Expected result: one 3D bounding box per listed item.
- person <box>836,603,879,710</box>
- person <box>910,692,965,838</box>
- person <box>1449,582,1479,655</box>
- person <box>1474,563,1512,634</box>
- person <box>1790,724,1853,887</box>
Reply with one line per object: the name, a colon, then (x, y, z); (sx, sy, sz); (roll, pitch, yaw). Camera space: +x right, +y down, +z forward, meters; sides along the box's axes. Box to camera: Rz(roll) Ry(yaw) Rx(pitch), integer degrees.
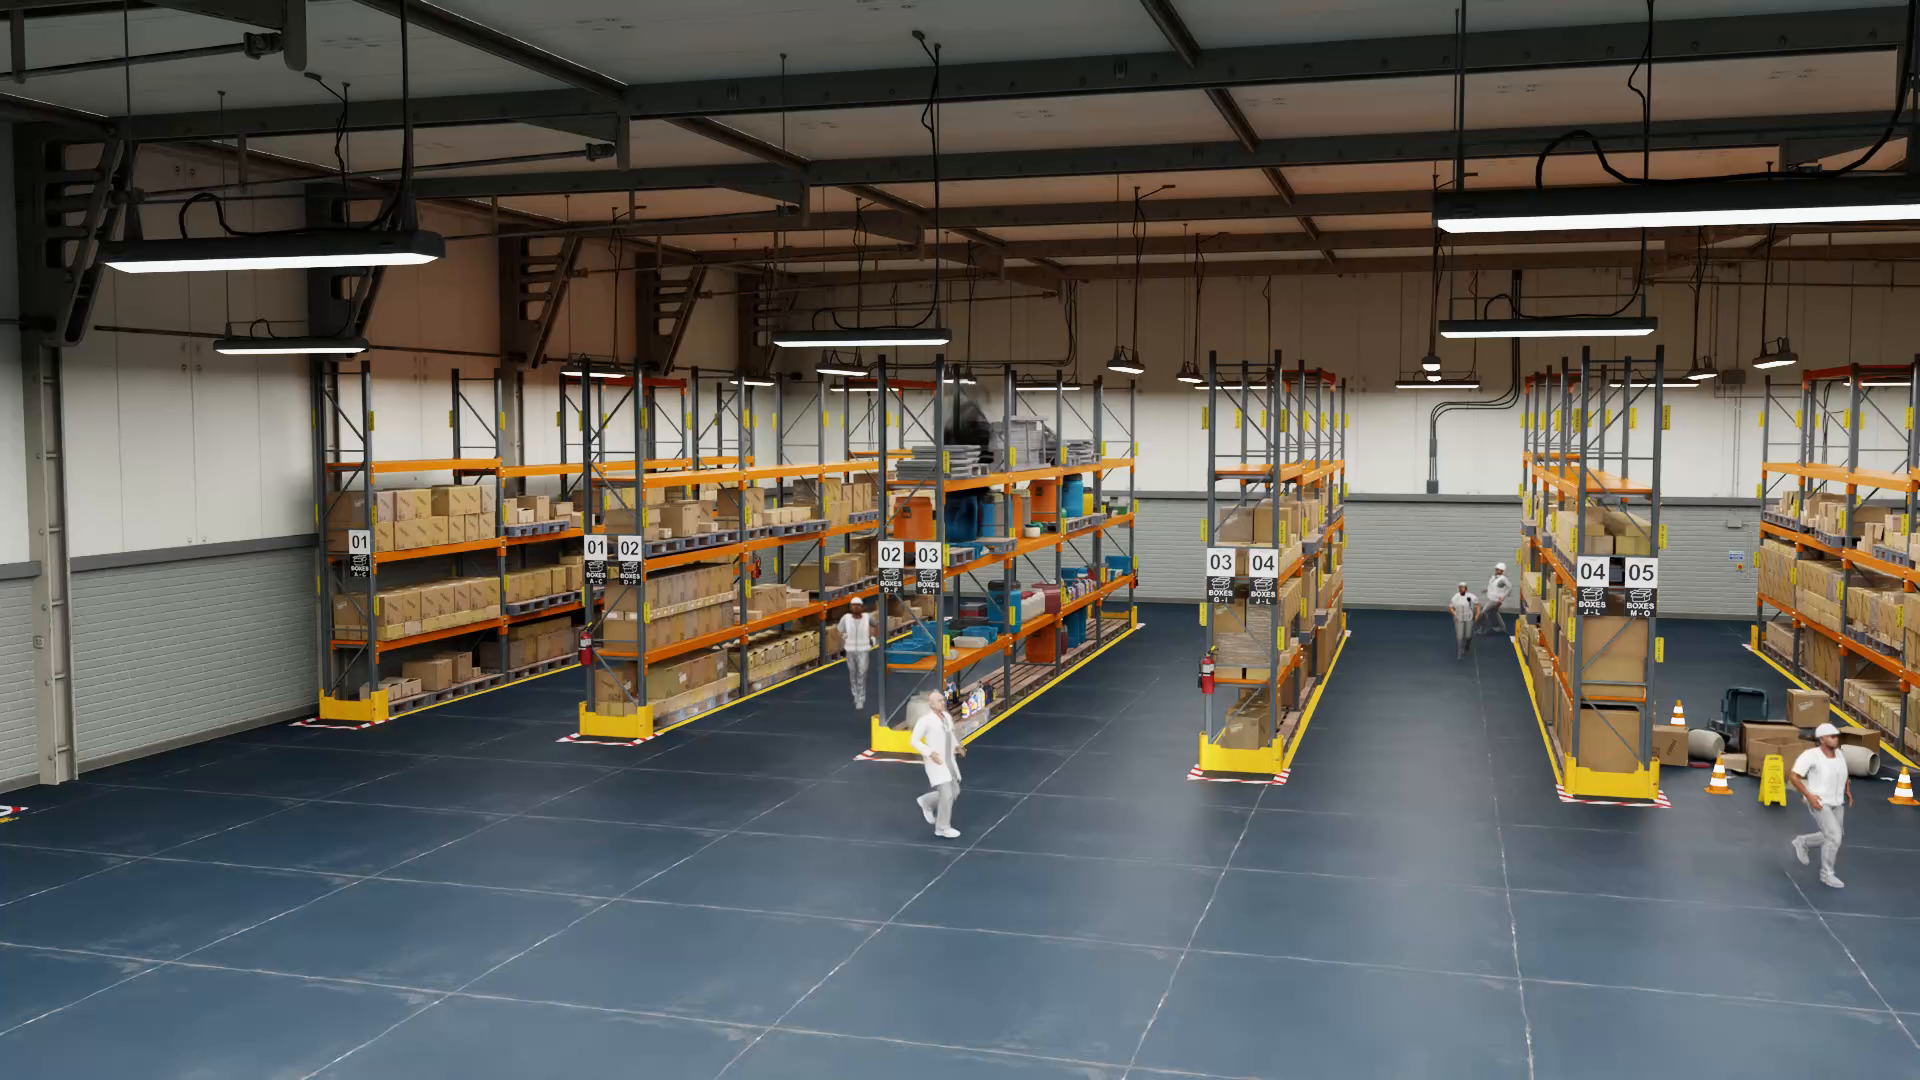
person: (-1.695, 1.867, 27.351); (0.682, 1.789, 0.907); (0, 4, 2)
person: (-0.284, 2.700, 20.099); (0.754, 1.729, 0.712); (4, 5, 41)
person: (10.623, 1.660, 35.072); (0.593, 1.556, 0.491); (2, 4, 22)
person: (12.511, 1.376, 39.070); (0.811, 1.728, 0.796); (1, 4, 12)
person: (9.371, 2.849, 18.138); (0.707, 1.737, 0.739); (-2, 4, -23)
